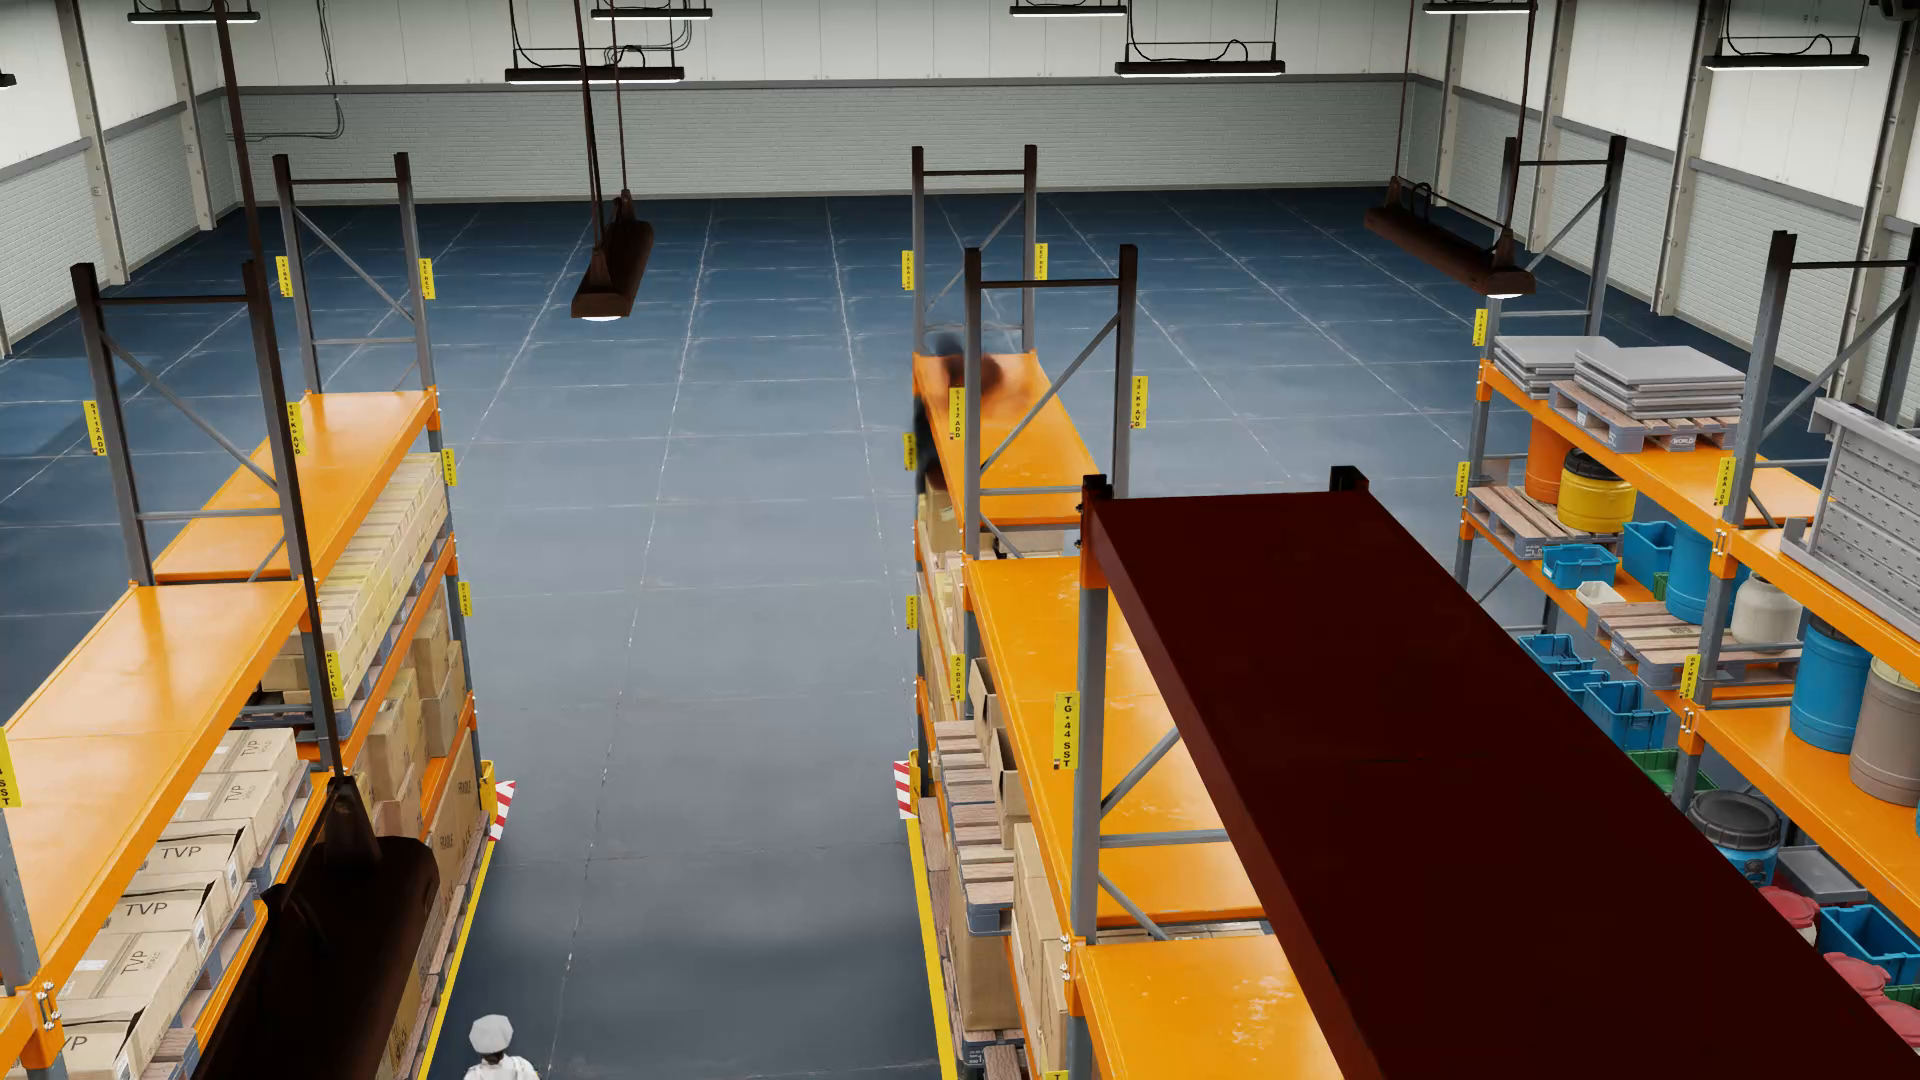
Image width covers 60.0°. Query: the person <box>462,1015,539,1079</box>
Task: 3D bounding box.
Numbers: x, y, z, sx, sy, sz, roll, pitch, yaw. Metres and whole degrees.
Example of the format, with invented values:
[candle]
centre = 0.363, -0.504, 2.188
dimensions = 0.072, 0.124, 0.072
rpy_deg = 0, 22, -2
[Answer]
[person]
centre = -2.760, 3.673, 10.080
dimensions = 0.519, 1.741, 0.828
rpy_deg = -5, 22, -11
